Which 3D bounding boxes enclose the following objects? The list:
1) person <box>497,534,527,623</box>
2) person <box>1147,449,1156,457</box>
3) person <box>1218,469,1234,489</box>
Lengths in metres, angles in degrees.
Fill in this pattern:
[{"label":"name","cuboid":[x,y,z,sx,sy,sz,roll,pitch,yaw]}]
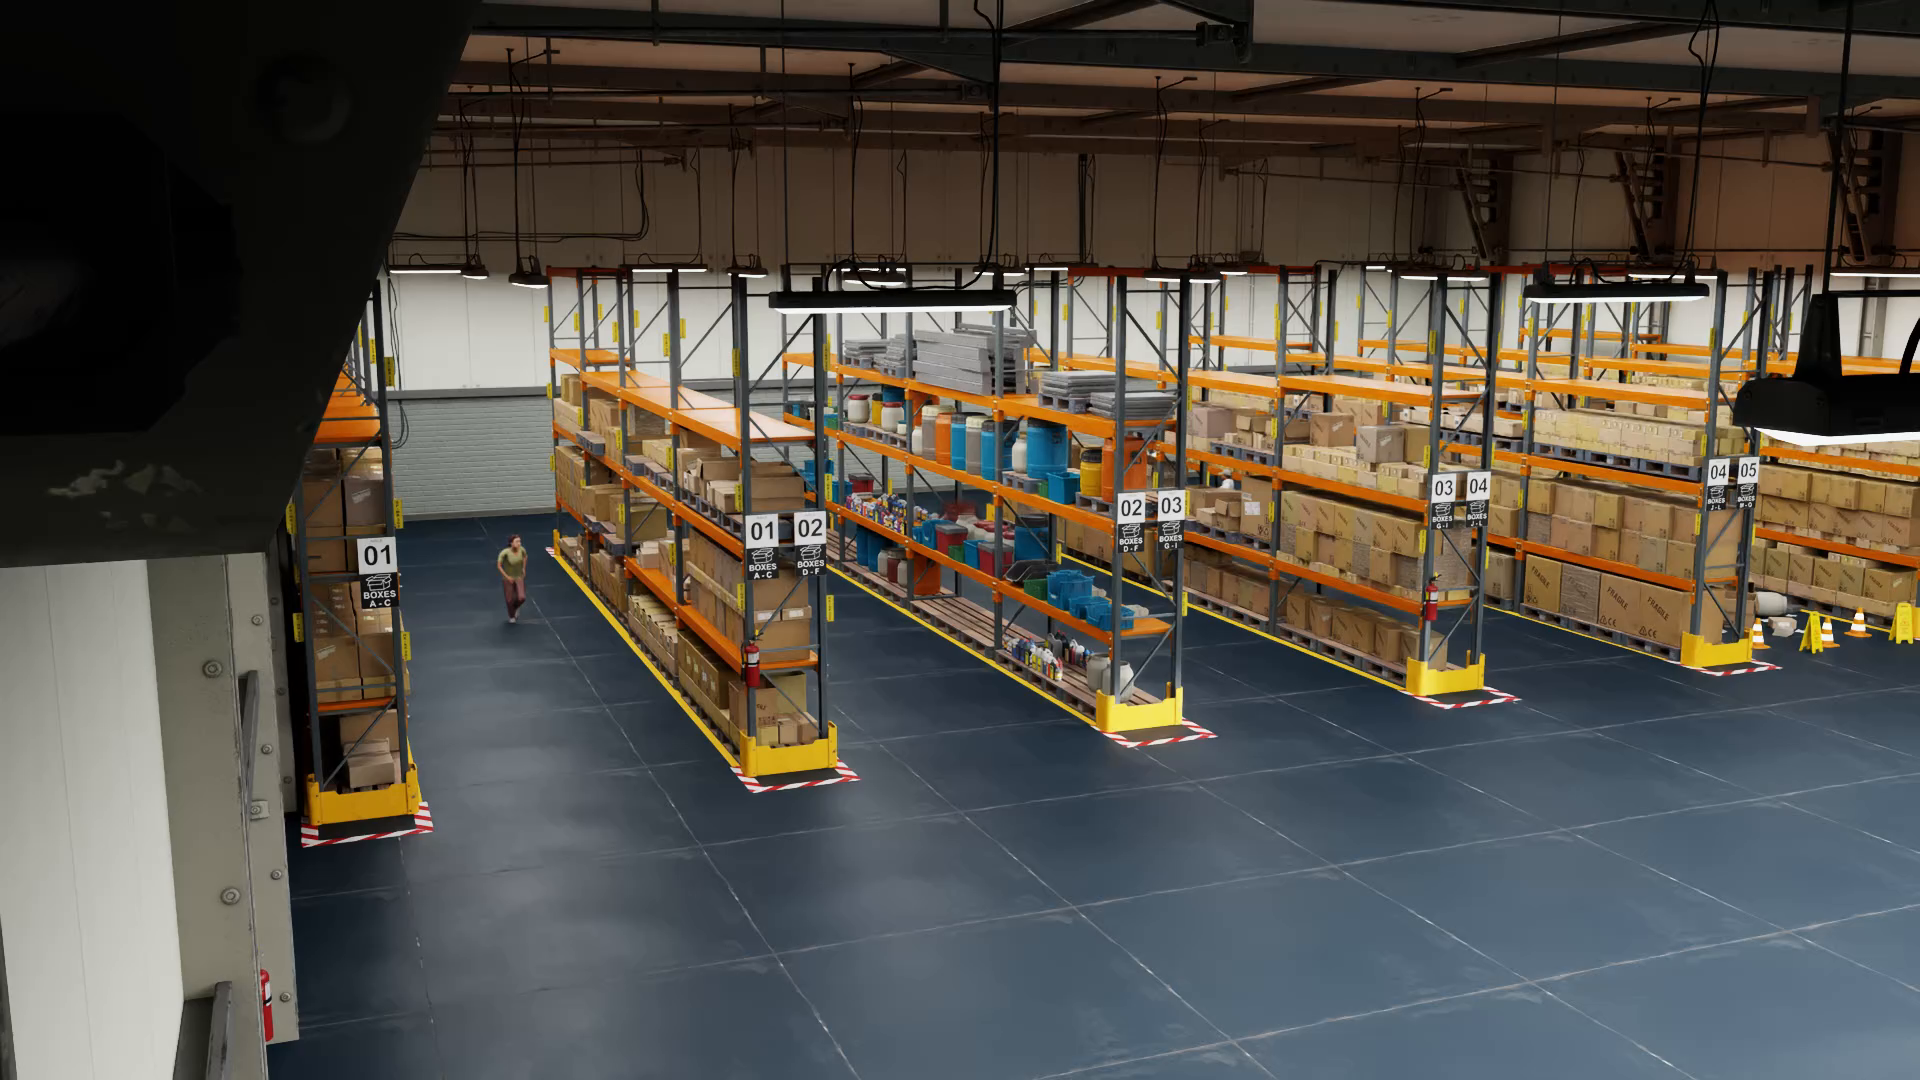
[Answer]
[{"label":"person","cuboid":[-7.638,0.655,28.385,0.552,1.576,0.591,-5,11,-24]},{"label":"person","cuboid":[4.665,-1.629,40.871,0.923,1.725,0.555,-8,13,-38]},{"label":"person","cuboid":[5.764,-0.702,35.892,0.440,1.659,0.536,5,11,27]}]
